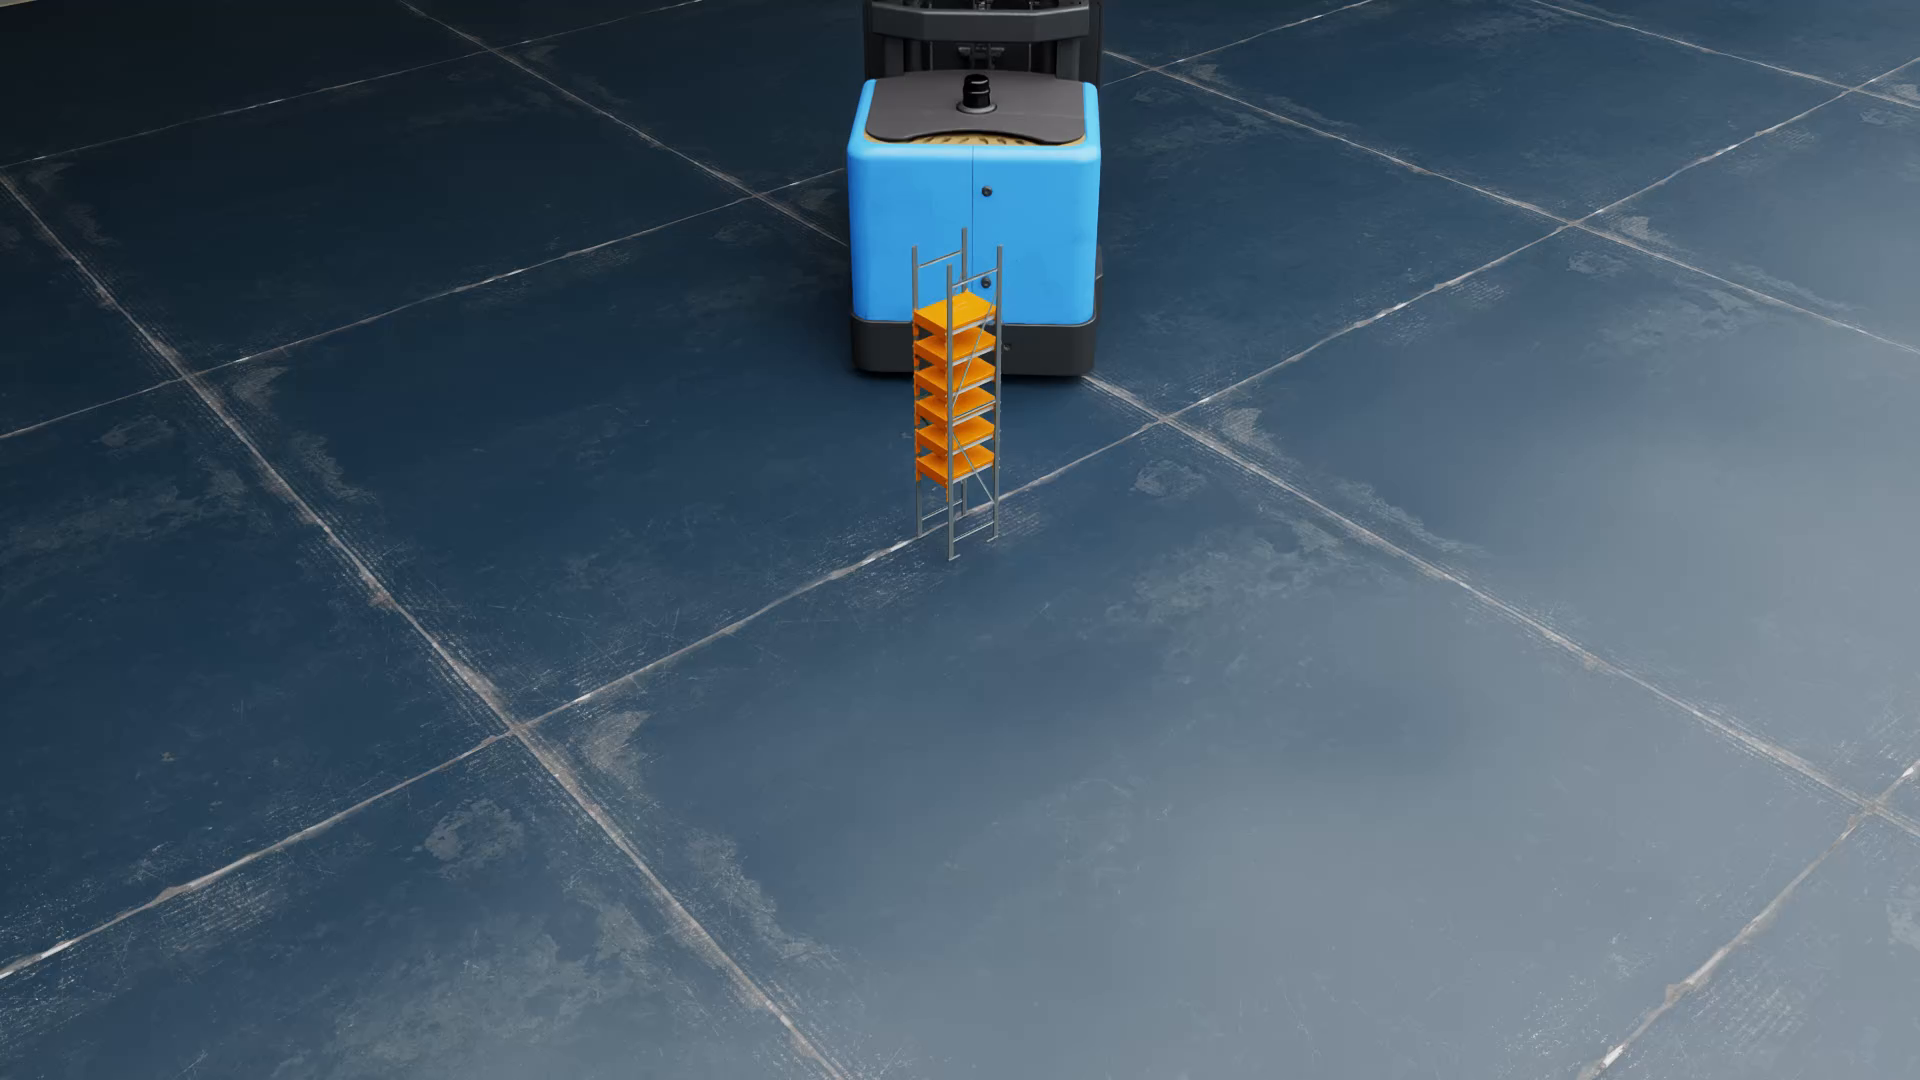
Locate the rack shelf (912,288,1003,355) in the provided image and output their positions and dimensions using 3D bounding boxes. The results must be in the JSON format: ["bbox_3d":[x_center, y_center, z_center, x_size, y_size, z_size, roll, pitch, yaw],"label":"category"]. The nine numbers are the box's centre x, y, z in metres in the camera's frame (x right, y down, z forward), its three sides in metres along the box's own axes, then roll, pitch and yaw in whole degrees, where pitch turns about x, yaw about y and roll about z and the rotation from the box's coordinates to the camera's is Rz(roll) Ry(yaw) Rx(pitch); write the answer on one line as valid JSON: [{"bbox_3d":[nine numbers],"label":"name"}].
[{"bbox_3d":[-0.009,-0.754,5.730,0.258,0.103,0.180,-26,43,-32],"label":"rack shelf"}]

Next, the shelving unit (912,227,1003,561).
[{"bbox_3d":[-0.009,-0.496,5.912,0.258,1.200,0.189,-26,43,-32],"label":"shelving unit"}]

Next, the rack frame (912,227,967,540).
[{"bbox_3d":[-0.068,-0.536,5.969,0.240,1.200,0.006,-26,43,-32],"label":"rack frame"}]

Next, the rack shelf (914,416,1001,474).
[{"bbox_3d":[-0.009,-0.362,6.007,0.258,0.103,0.180,-26,43,-32],"label":"rack shelf"}]

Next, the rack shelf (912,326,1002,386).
[{"bbox_3d":[-0.009,-0.656,5.799,0.258,0.103,0.180,-26,43,-32],"label":"rack shelf"}]

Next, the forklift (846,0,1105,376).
[{"bbox_3d":[0.116,-2.725,7.561,1.130,2.935,3.031,1,35,2],"label":"forklift"}]

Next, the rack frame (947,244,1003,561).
[{"bbox_3d":[0.050,-0.456,5.855,0.240,1.200,0.006,-26,43,-32],"label":"rack frame"}]

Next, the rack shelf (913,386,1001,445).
[{"bbox_3d":[-0.009,-0.460,5.938,0.258,0.103,0.180,-26,43,-32],"label":"rack shelf"}]

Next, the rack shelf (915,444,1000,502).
[{"bbox_3d":[-0.009,-0.264,6.077,0.258,0.103,0.180,-26,43,-32],"label":"rack shelf"}]

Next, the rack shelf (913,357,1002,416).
[{"bbox_3d":[-0.009,-0.558,5.869,0.258,0.103,0.180,-26,43,-32],"label":"rack shelf"}]
